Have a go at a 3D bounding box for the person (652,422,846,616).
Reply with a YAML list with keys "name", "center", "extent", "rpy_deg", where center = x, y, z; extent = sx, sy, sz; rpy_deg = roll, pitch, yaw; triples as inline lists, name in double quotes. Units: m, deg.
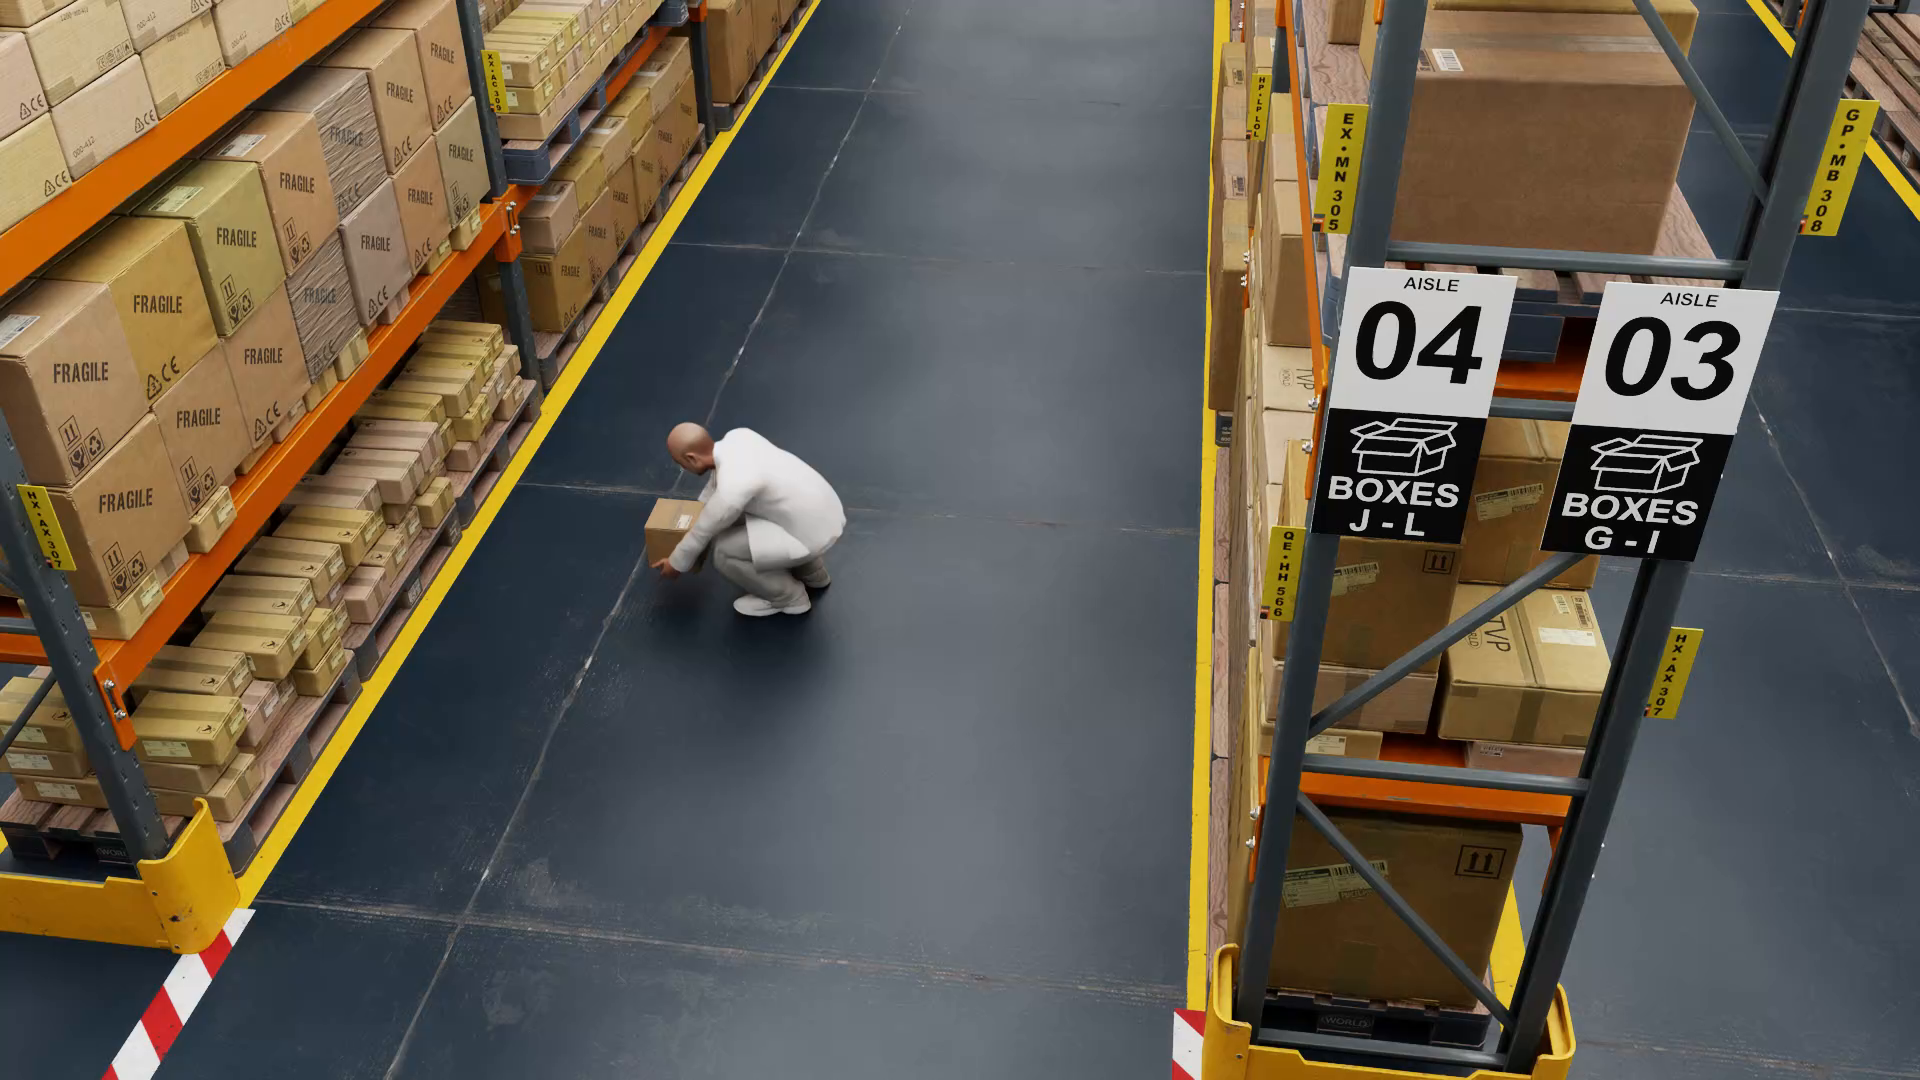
- name: "person"
  center: [-1.010, -0.149, 7.908]
  extent: [0.923, 0.973, 0.584]
  rpy_deg: [4, 36, 5]
